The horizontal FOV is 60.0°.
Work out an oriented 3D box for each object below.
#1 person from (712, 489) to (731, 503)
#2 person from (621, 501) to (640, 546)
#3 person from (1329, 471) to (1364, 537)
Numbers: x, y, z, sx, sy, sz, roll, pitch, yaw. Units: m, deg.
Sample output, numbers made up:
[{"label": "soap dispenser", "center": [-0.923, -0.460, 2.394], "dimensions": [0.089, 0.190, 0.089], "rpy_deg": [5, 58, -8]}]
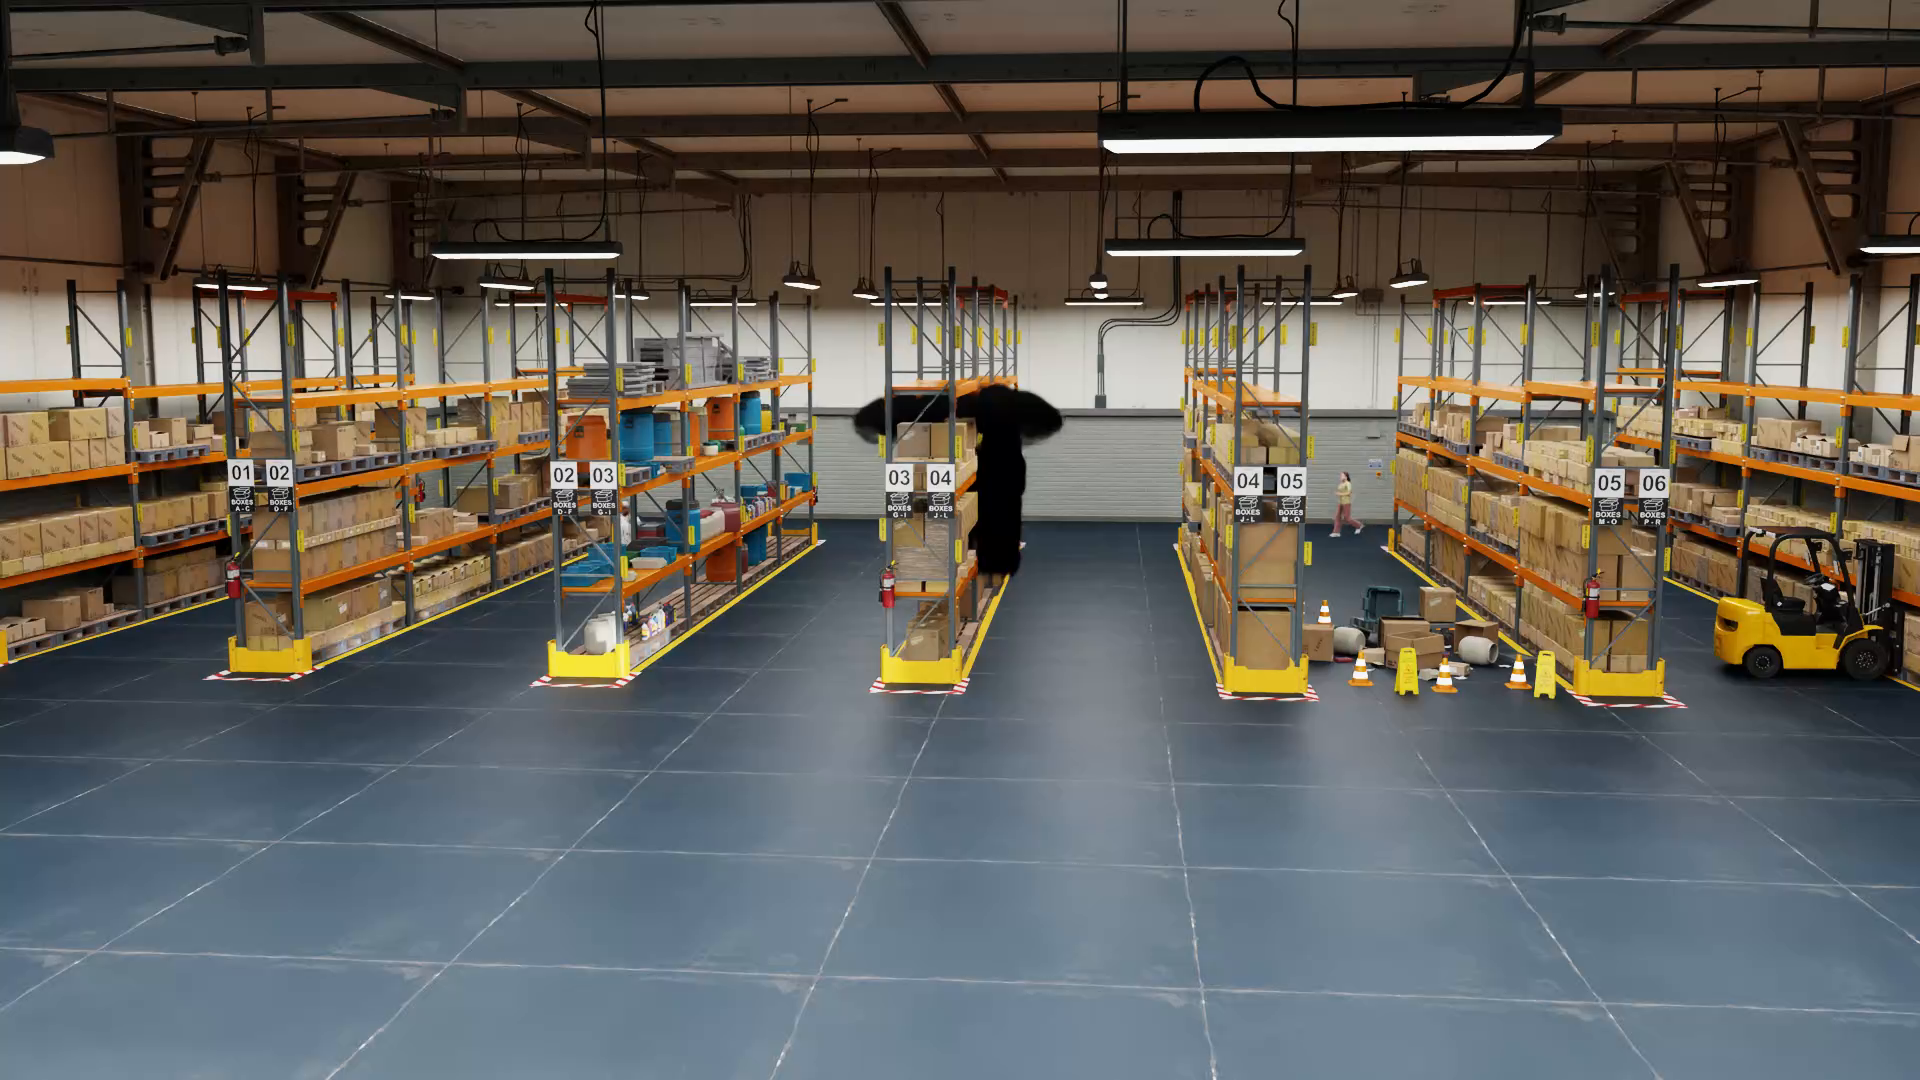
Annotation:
[{"label": "person", "center": [-5.520, -0.475, 38.940], "dimensions": [0.629, 1.518, 0.848], "rpy_deg": [-1, 7, -10]}, {"label": "person", "center": [-6.370, 0.121, 31.768], "dimensions": [0.605, 1.745, 0.713], "rpy_deg": [1, 7, 5]}, {"label": "person", "center": [9.689, -0.903, 41.708], "dimensions": [0.907, 1.650, 0.584], "rpy_deg": [-1, 7, -12]}]
